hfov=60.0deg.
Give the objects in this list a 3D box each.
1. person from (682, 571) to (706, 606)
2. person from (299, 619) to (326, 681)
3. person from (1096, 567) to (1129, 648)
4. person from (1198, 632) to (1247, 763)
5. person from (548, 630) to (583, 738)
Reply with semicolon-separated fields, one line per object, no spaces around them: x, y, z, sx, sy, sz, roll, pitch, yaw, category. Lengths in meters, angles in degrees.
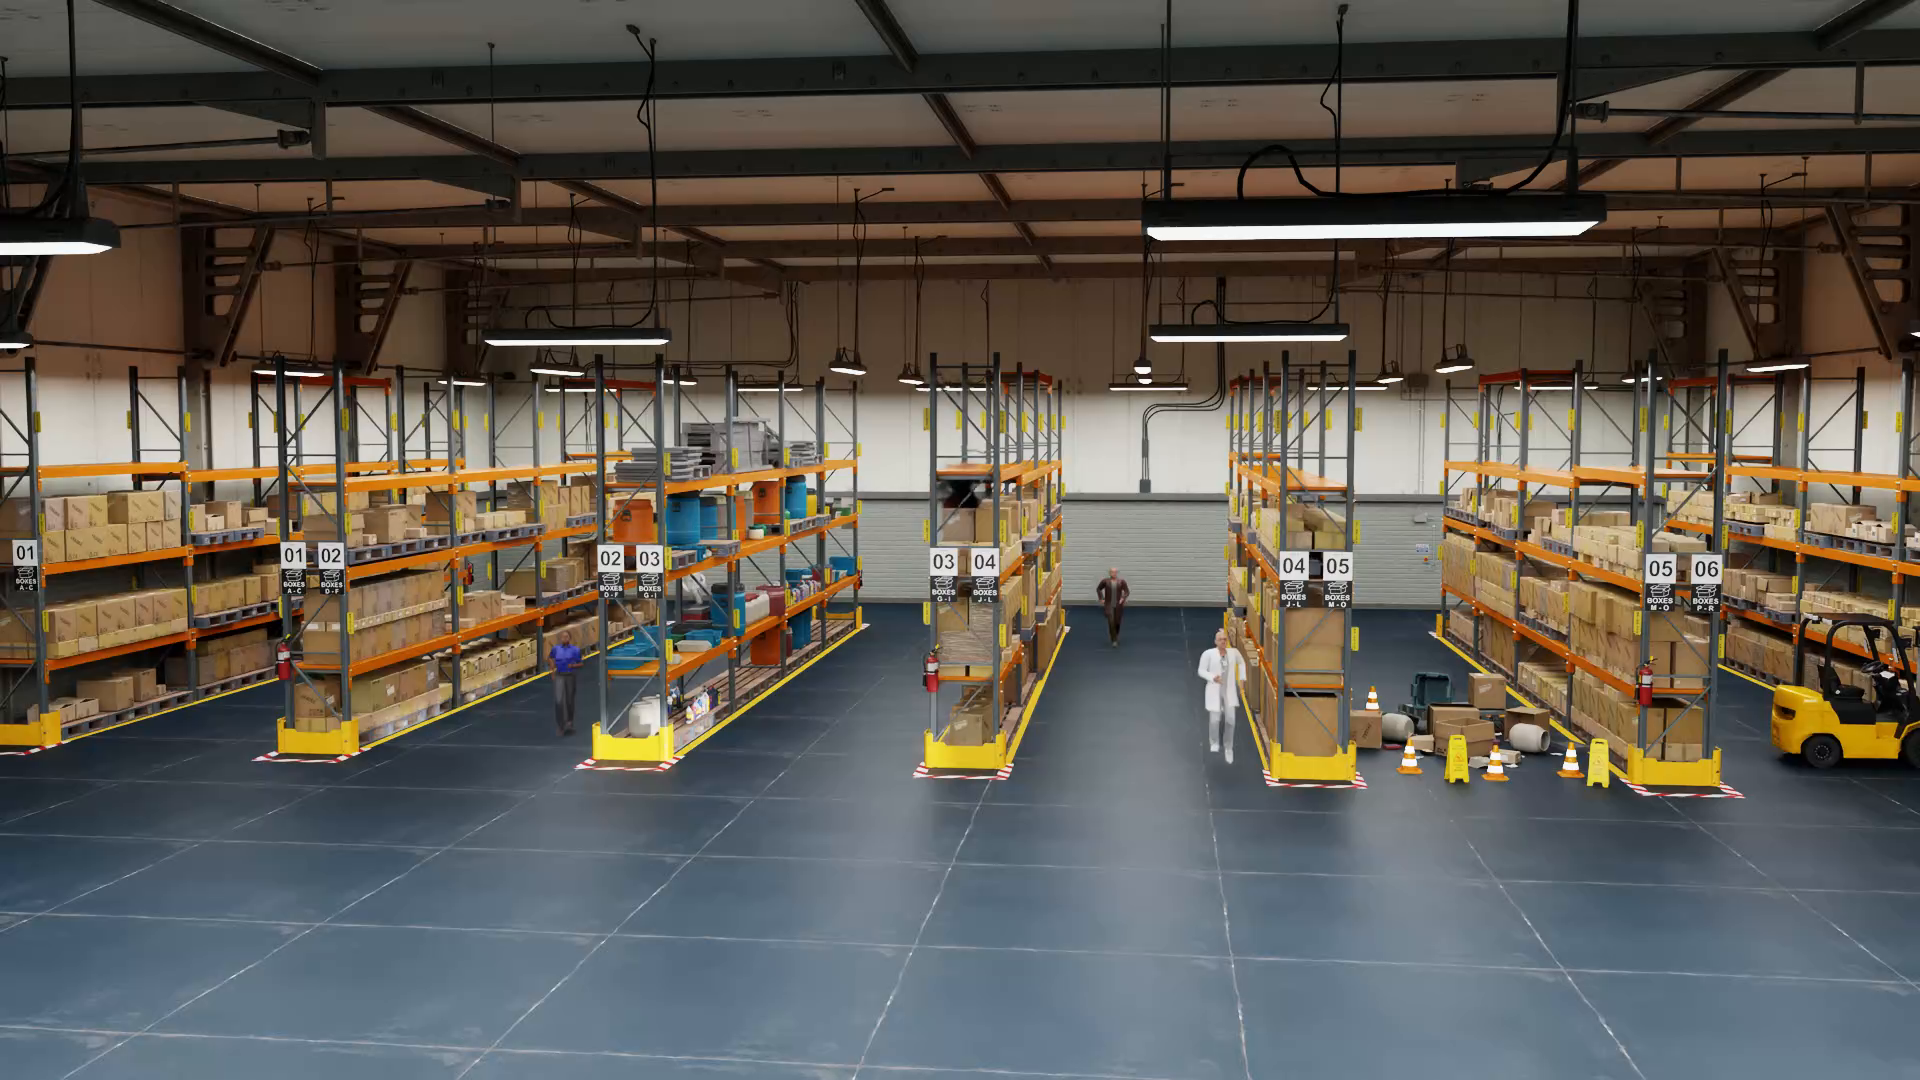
-6.639;1.235;41.622;0.524;1.651;0.690;3;5;41;person
-11.606;2.002;29.951;0.707;1.726;0.740;0;4;-3;person
3.434;1.490;37.322;0.741;1.761;0.903;0;4;-1;person
3.748;2.243;23.714;0.725;1.884;0.778;0;4;-2;person
-6.334;2.346;26.735;0.558;1.619;0.774;-1;4;-10;person
